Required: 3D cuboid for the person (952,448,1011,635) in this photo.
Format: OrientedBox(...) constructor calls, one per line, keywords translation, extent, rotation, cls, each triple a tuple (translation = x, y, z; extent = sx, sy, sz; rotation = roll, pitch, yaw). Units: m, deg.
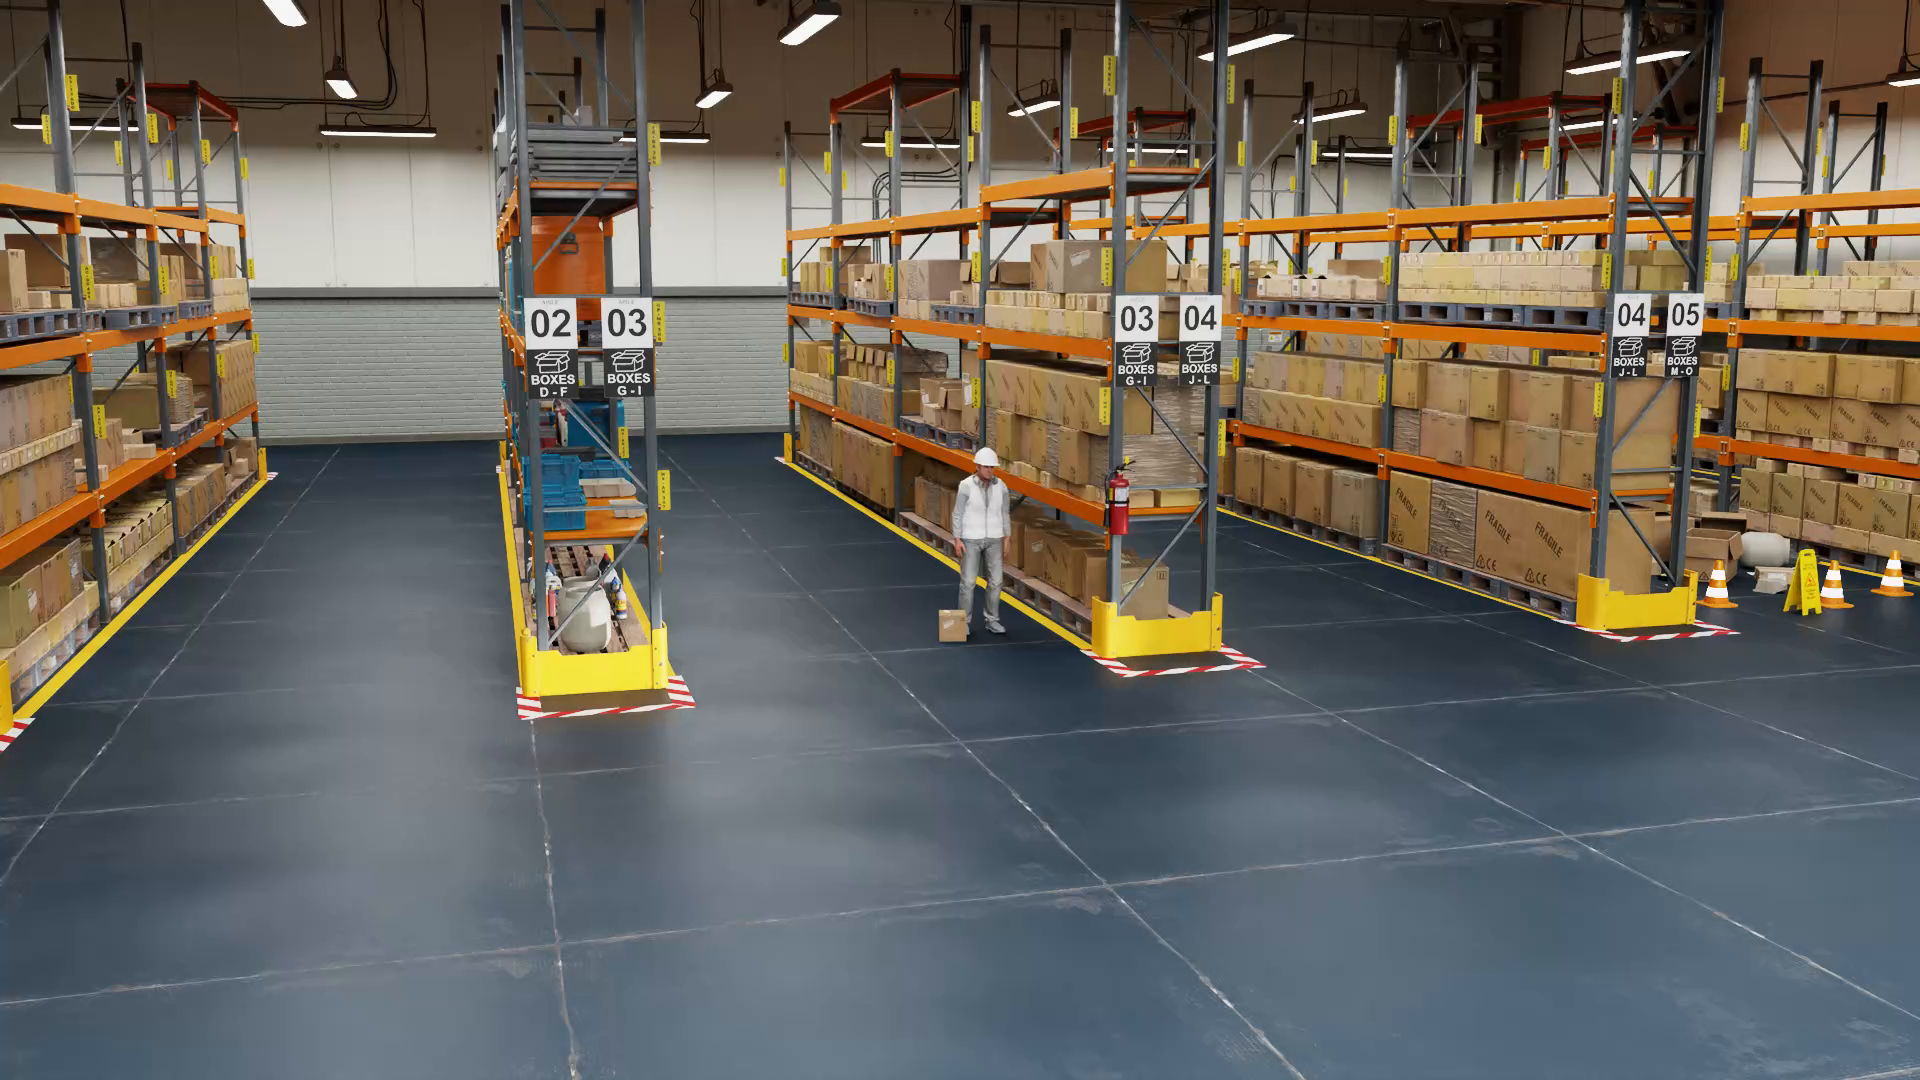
OrientedBox(translation=(0.212, 0.003, 15.769), extent=(0.581, 1.771, 0.464), rotation=(-3, 10, -18), cls="person")
